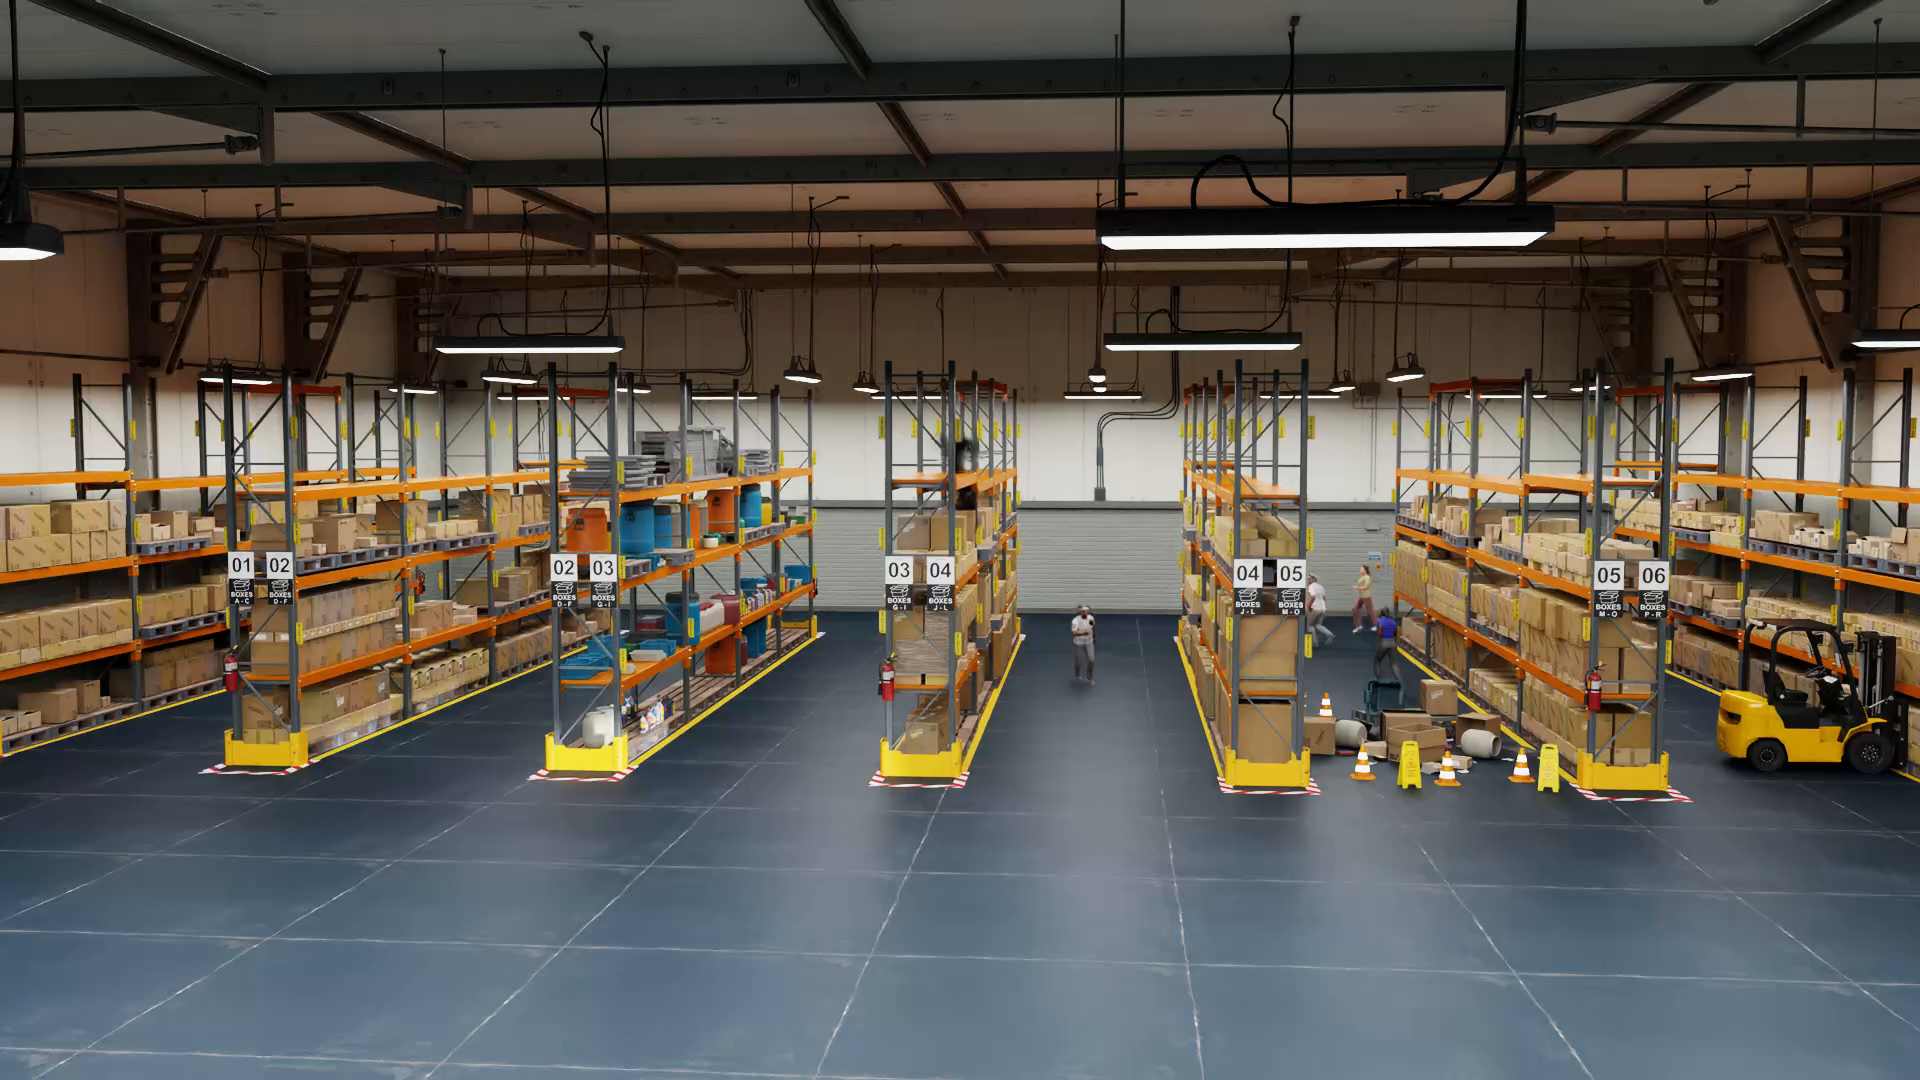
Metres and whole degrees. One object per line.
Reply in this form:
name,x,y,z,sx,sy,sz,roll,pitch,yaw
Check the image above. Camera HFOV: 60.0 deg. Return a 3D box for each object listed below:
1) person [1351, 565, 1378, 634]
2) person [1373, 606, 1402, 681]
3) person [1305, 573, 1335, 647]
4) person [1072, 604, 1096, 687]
person,10.030,1.466,41.052,0.823,1.723,0.558,0,4,-7
person,8.197,2.109,31.935,0.574,1.618,0.954,-1,4,-12
person,8.267,1.624,38.476,0.660,1.726,0.707,-3,5,-42
person,2.423,2.040,32.610,0.508,1.633,0.934,0,4,-6
